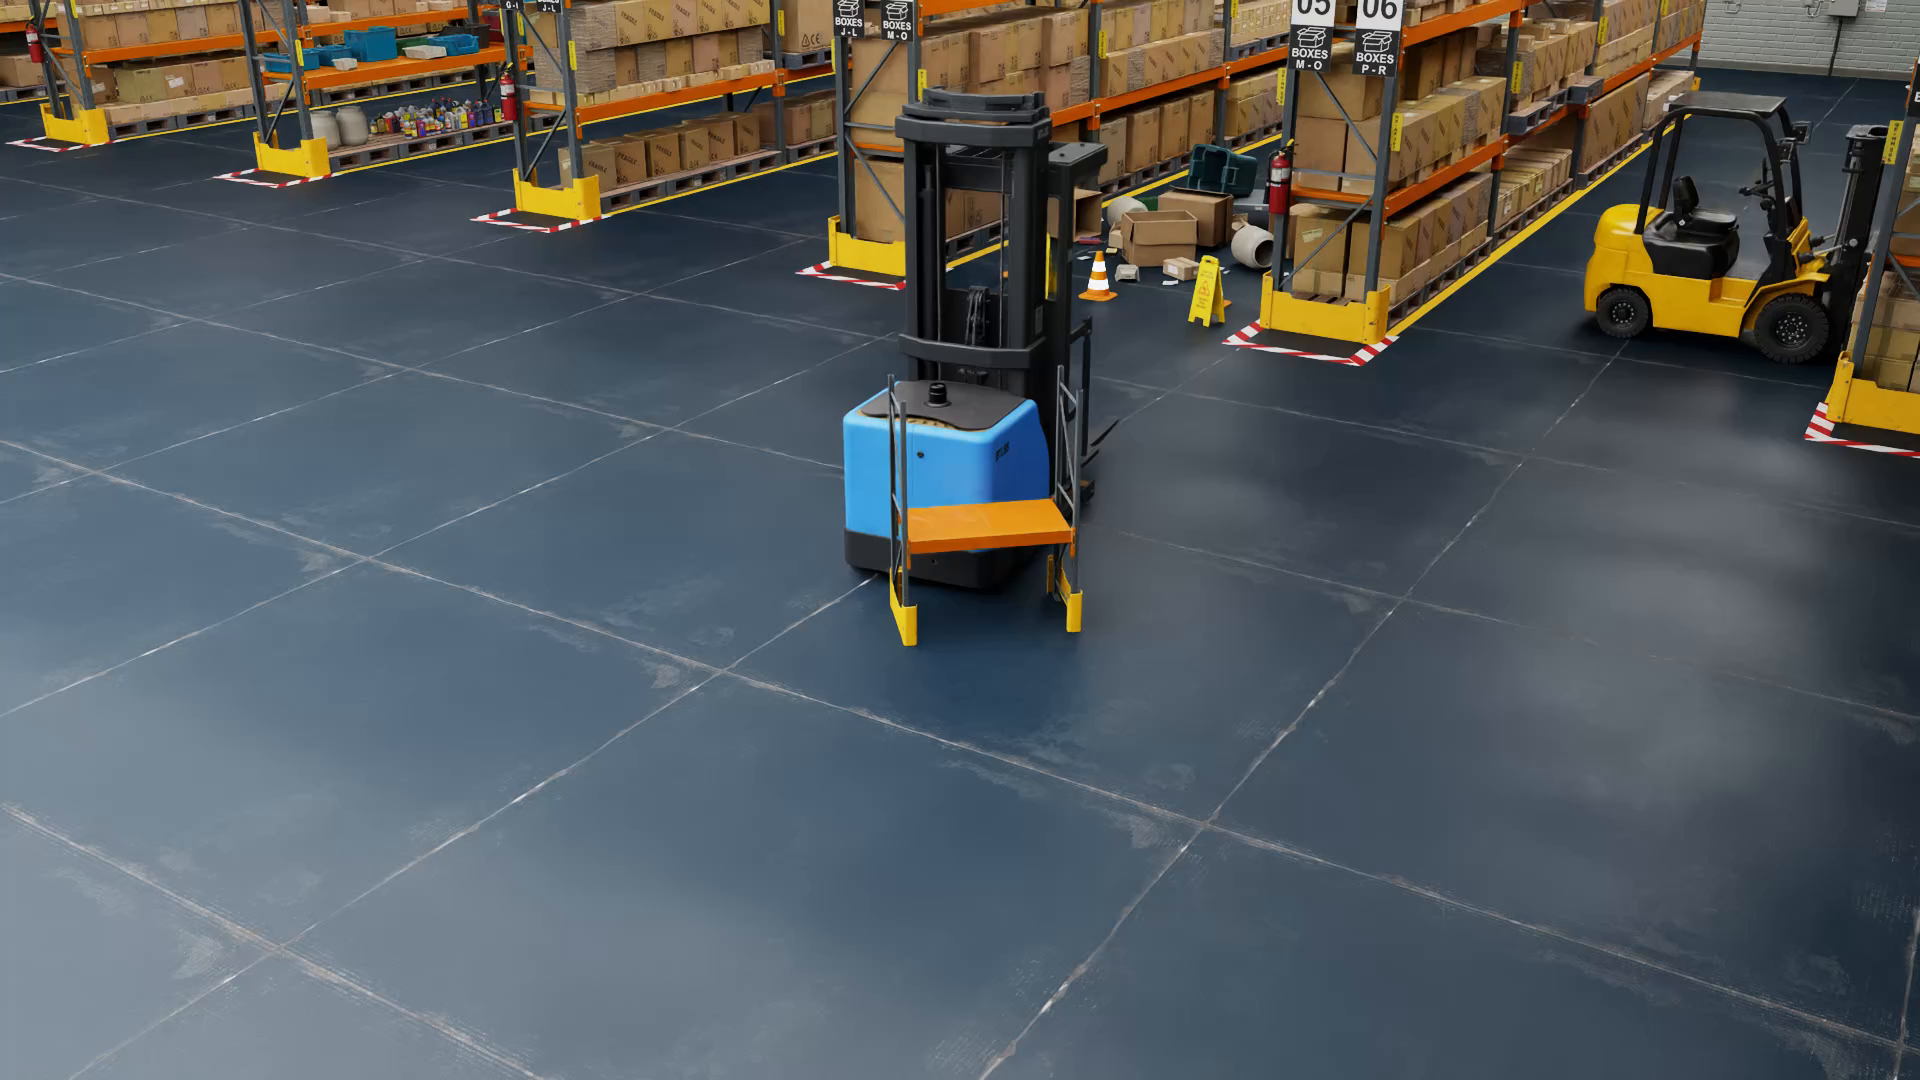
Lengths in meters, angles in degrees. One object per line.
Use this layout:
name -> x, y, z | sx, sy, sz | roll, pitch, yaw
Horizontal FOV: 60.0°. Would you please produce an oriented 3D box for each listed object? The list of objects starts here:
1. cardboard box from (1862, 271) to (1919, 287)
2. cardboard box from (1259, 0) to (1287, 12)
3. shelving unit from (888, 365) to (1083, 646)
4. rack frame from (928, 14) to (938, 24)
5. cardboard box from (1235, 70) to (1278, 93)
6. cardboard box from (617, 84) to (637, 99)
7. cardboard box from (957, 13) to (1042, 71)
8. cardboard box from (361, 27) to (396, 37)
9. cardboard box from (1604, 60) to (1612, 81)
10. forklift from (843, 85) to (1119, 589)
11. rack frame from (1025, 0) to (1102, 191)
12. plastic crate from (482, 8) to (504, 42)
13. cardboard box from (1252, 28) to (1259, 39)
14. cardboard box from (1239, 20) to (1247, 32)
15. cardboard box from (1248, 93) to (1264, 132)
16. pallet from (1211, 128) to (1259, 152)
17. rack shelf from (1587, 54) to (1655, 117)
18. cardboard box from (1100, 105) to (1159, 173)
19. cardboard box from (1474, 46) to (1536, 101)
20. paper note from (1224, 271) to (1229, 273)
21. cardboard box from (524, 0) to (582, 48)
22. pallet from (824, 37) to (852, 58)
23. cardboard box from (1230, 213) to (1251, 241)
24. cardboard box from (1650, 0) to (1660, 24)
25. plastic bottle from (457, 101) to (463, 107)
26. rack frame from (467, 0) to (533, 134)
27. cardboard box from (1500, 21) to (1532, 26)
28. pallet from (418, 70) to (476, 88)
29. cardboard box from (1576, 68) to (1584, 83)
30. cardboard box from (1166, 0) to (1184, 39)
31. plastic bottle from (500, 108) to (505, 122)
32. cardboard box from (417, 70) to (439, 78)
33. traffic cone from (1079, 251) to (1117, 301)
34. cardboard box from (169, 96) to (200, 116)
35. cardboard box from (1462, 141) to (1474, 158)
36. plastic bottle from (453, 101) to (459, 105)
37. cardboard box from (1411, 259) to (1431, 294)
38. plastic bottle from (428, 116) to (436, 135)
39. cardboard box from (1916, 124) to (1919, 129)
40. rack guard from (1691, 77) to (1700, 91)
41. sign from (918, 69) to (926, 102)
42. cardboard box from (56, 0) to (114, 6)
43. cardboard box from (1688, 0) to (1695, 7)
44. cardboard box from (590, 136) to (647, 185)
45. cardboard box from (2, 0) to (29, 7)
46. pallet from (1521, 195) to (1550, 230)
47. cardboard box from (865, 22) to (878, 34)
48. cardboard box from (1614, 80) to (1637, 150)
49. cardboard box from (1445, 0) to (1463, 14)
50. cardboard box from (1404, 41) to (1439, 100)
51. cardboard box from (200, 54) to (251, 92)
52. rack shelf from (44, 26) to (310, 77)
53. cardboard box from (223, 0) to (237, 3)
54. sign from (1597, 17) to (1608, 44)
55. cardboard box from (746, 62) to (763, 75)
cardboard box -> 7.865, -2.080, 13.953 | 0.500, 0.250, 0.500 | 14, 27, 30
cardboard box -> 4.741, -8.123, 25.276 | 0.380, 0.149, 0.250 | 13, 26, 27
shelving unit -> 4.068, -3.207, 16.393 | 11.382, 1.800, 13.309 | -4, 24, -10
rack frame -> -0.795, -8.112, 26.212 | 1.000, 3.000, 0.127 | 14, 27, 29
cardboard box -> 4.474, -6.945, 25.192 | 0.500, 0.250, 0.500 | 14, 27, 29
cardboard box -> -4.256, -5.593, 20.710 | 0.380, 0.149, 0.250 | 14, 27, 29
cardboard box -> 0.438, -5.772, 19.259 | 0.875, 0.550, 0.550 | 14, 27, 29
cardboard box -> -12.453, -10.947, 34.939 | 0.750, 0.750, 0.750 | 14, 27, 29
cardboard box -> 8.351, -6.256, 22.113 | 0.500, 0.250, 0.500 | 13, 27, 27
forklift -> 0.313, -1.595, 11.245 | 1.130, 2.935, 3.031 | 10, 25, 22
rack frame -> 1.255, -5.688, 20.614 | 1.000, 3.000, 0.127 | 14, 27, 29
plastic crate -> -7.118, -8.057, 26.004 | 0.402, 0.464, 0.583 | 14, 27, 29
cardboard box -> 4.197, -7.497, 24.581 | 0.380, 0.149, 0.250 | 15, 28, 31
cardboard box -> 3.932, -7.465, 24.132 | 0.380, 0.149, 0.250 | 15, 28, 31
cardboard box -> 4.217, -6.439, 24.967 | 0.500, 0.500, 0.500 | 14, 27, 30
pallet -> 3.778, -6.022, 24.895 | 1.003, 0.211, 1.213 | 14, 27, 29
rack shelf -> 8.679, -6.380, 23.117 | 1.077, 0.370, 4.000 | 14, 27, 29
cardboard box -> 2.018, -5.402, 22.255 | 1.050, 0.750, 0.750 | 14, 27, 29
cardboard box -> 6.005, -5.158, 18.361 | 0.500, 0.500, 0.500 | 15, 27, 30
paper note -> 2.873, -2.889, 17.910 | 0.032, 0.001, 0.123 | 14, 27, 29
cardboard box -> -4.935, -6.290, 20.246 | 0.500, 0.500, 0.500 | 14, 27, 29
pallet -> -1.805, -7.347, 24.687 | 1.003, 0.211, 1.213 | 14, 27, 29
cardboard box -> 3.261, -3.605, 19.243 | 0.258, 0.266, 0.396 | -3, 24, -7
cardboard box -> 9.711, -7.686, 23.845 | 0.500, 0.500, 0.500 | 15, 27, 31
plastic bottle -> -7.710, -6.602, 25.591 | 0.061, 0.283, 0.133 | 14, 27, 29
rack frame -> -7.113, -7.800, 25.491 | 1.000, 3.000, 0.127 | 14, 27, 29
cardboard box -> 6.921, -6.129, 20.604 | 0.500, 0.500, 0.500 | 15, 28, 32
pallet -> -9.677, -8.640, 30.941 | 1.003, 0.211, 1.213 | 14, 27, 29
cardboard box -> 7.476, -5.752, 20.550 | 0.380, 0.149, 0.250 | 14, 27, 29
cardboard box -> 2.585, -7.049, 22.373 | 0.700, 0.500, 0.500 | 13, 27, 28
plastic bottle -> -7.040, -6.530, 25.526 | 0.097, 0.201, 0.097 | 0, 23, 0
cardboard box -> -9.817, -8.547, 30.151 | 0.500, 0.250, 0.500 | 15, 27, 30
traffic cone -> 1.412, -2.704, 16.914 | 0.336, 0.463, 0.334 | 14, 27, 29
cardboard box -> -12.433, -6.892, 26.328 | 0.500, 0.250, 0.500 | 14, 27, 29
cardboard box -> 5.070, -4.054, 17.154 | 0.380, 0.149, 0.250 | 13, 27, 28
plastic bottle -> -7.801, -6.621, 25.643 | 0.152, 0.276, 0.135 | 15, 28, 31
cardboard box -> 4.340, -2.651, 16.530 | 0.500, 0.250, 0.500 | 15, 28, 31
plastic bottle -> -7.769, -6.095, 24.435 | 0.097, 0.271, 0.097 | 0, 23, 0
cardboard box -> 8.221, -3.393, 13.995 | 0.380, 0.149, 0.250 | 14, 27, 30
rack guard -> 11.856, -7.596, 28.167 | 1.175, 0.500, 0.348 | 14, 27, 29
sign -> -0.387, -4.653, 17.034 | 0.100, 0.325, 0.005 | 14, 27, 29
cardboard box -> -13.144, -8.303, 24.895 | 0.700, 0.500, 0.500 | 14, 27, 29
cardboard box -> 11.277, -8.678, 26.137 | 0.500, 0.500, 0.500 | 14, 27, 29
cardboard box -> -4.386, -4.873, 21.349 | 0.500, 0.500, 0.500 | -20, 31, -39
cardboard box -> -16.323, -9.423, 28.460 | 0.500, 0.500, 0.500 | 15, 27, 31
pallet -> 6.566, -4.082, 20.413 | 1.003, 0.211, 1.213 | 14, 27, 29
cardboard box -> -1.446, -7.623, 24.725 | 0.396, 0.266, 0.258 | 13, 27, 27
cardboard box -> 9.005, -6.070, 23.642 | 0.875, 0.875, 0.875 | 15, 27, 30
cardboard box -> 4.533, -5.077, 15.742 | 0.380, 0.149, 0.250 | 14, 27, 30
cardboard box -> 4.324, -4.696, 16.564 | 0.700, 0.500, 0.500 | 14, 27, 29
cardboard box -> -11.913, -7.576, 26.963 | 0.500, 0.500, 0.500 | 14, 27, 29
rack shelf -> -12.374, -7.834, 26.475 | 1.077, 0.370, 4.000 | 14, 27, 29
cardboard box -> -11.819, -8.703, 26.635 | 0.380, 0.149, 0.250 | 14, 27, 29
sign -> 8.090, -6.419, 20.945 | 0.100, 0.325, 0.005 | 14, 27, 29
cardboard box -> -2.909, -6.430, 22.643 | 0.380, 0.149, 0.250 | 14, 27, 29
